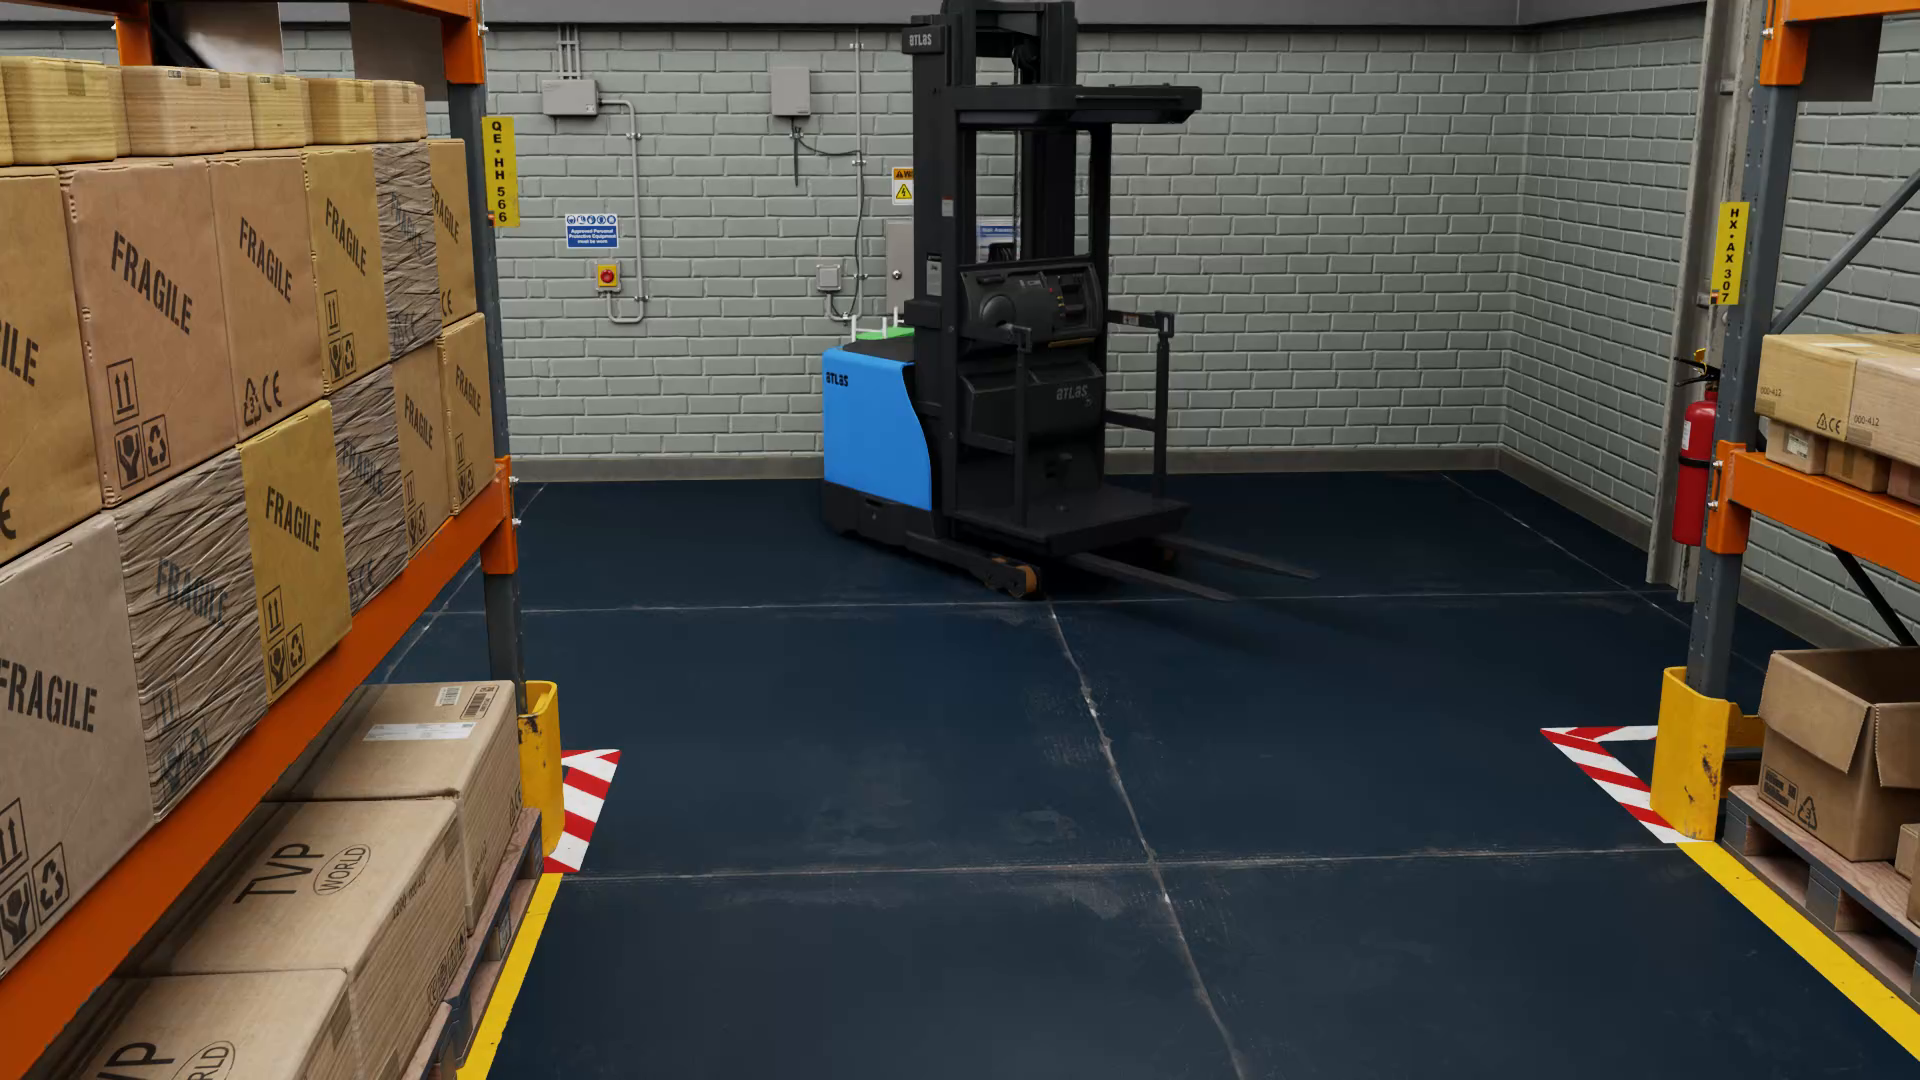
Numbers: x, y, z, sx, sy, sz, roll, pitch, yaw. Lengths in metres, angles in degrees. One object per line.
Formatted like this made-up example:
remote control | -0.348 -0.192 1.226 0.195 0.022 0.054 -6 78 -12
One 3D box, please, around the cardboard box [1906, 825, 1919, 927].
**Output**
cardboard box | 2.977 0.864 4.322 0.700 0.500 0.500 0 14 -1

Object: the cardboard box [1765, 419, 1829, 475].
cardboard box | 2.766 -0.302 5.186 0.380 0.149 0.250 -1 14 -4

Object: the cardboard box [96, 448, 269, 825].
cardboard box | -1.506 0.144 2.745 0.500 0.500 0.500 -1 14 -3

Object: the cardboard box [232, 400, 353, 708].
cardboard box | -1.538 0.016 3.243 0.500 0.500 0.500 0 14 -2

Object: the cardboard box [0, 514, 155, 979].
cardboard box | -1.482 0.268 2.264 0.500 0.500 0.500 -1 14 -3

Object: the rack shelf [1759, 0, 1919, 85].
rack shelf | 3.143 -1.117 3.271 1.077 0.370 4.000 -1 14 -3

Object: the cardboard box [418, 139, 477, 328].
cardboard box | -1.667 -0.849 4.599 0.500 0.500 0.500 0 14 -2

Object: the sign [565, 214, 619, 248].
sign | -2.359 -1.980 10.659 0.327 0.218 0.001 -1 14 -3

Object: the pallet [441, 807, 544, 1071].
pallet | -1.807 1.116 4.767 1.003 0.211 1.213 -1 14 -3

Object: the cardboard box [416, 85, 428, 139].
cardboard box | -1.712 -1.193 4.635 0.380 0.149 0.250 -1 14 -3

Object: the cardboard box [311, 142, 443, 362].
cardboard box | -1.605 -0.719 4.095 0.500 0.500 0.500 -1 14 -3

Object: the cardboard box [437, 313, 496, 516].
cardboard box | -1.640 -0.365 4.724 0.500 0.500 0.500 -1 14 -3

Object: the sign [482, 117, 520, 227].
sign | -1.392 -1.113 5.033 0.100 0.325 0.005 -1 14 -3

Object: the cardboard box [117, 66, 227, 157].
cardboard box | -1.523 -0.746 2.897 0.380 0.149 0.250 -1 14 -3

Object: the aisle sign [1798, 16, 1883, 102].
aisle sign | 2.722 -1.781 5.213 0.394 0.787 0.004 -1 14 -3

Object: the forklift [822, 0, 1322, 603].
forklift | 0.519 -1.268 8.572 1.130 2.935 3.031 -12 18 -38

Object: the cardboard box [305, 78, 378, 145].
cardboard box | -1.598 -1.004 3.900 0.380 0.149 0.250 -1 14 -2

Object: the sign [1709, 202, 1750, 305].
sign | 2.478 -0.921 5.348 0.100 0.325 0.005 -1 14 -3

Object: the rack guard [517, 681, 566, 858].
rack guard | -1.936 0.772 5.522 1.175 0.500 0.348 -1 14 -3

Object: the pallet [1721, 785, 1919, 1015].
pallet | 3.074 1.058 4.992 1.003 0.211 1.213 -1 14 -3

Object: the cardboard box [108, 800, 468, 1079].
cardboard box | -1.729 0.995 3.938 0.875 0.438 0.875 0 14 -2

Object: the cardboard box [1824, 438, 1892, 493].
cardboard box | 2.828 -0.240 4.943 0.380 0.149 0.250 -1 14 -2

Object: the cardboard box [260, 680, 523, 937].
cardboard box | -1.794 0.768 4.822 0.875 0.438 0.875 -1 14 -5

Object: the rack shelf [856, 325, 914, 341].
rack shelf | -0.421 -1.202 10.122 0.258 0.148 0.480 8 16 28

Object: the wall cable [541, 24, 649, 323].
wall cable | -2.307 -2.342 10.506 0.585 1.953 0.123 -1 14 -3

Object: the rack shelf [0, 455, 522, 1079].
rack shelf | -1.811 0.413 3.344 1.077 0.370 4.000 -1 14 -3

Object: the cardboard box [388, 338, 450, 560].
cardboard box | -1.624 -0.240 4.238 0.500 0.500 0.500 -1 14 -5

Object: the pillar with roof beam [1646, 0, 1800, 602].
pillar with roof beam | -0.545 -4.033 7.143 9.100 9.000 0.400 -1 14 -3

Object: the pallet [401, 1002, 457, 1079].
pallet | -1.734 1.418 3.590 1.003 0.211 1.213 -1 14 -3

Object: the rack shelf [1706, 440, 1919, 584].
rack shelf | 3.143 0.336 3.645 1.077 0.370 4.000 -1 14 -3

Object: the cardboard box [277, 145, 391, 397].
cardboard box | -1.578 -0.596 3.617 0.500 0.500 0.500 -1 14 -4

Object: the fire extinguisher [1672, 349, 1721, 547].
fire extinguisher | 2.549 -0.321 5.659 0.296 0.674 0.183 -1 14 -3

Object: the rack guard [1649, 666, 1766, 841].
rack guard | 3.024 0.719 5.727 1.175 0.500 0.348 -1 14 -3

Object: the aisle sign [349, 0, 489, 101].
aisle sign | -1.630 -1.714 4.952 0.394 0.787 0.004 -1 14 -3

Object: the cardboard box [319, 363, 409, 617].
cardboard box | -1.583 -0.112 3.742 0.500 0.500 0.500 0 14 -2

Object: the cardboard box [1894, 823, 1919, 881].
cardboard box | 2.950 0.927 4.782 0.380 0.149 0.250 -1 15 -6

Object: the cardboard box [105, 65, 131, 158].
cardboard box | -1.576 -0.684 2.655 0.380 0.149 0.250 -1 14 -4

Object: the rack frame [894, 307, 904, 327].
rack frame | -0.303 -0.853 10.432 0.240 1.200 0.015 8 16 28

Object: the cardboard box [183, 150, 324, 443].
cardboard box | -1.549 -0.471 3.131 0.500 0.500 0.500 -1 14 -4

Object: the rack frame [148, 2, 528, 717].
rack frame | -1.935 -0.432 5.187 1.000 3.000 0.127 -1 14 -3

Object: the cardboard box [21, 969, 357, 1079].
cardboard box | -1.675 1.219 3.066 0.875 0.438 0.875 -1 14 -5

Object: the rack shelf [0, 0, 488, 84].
rack shelf | -1.811 -1.039 2.970 1.077 0.370 4.000 -1 14 -3

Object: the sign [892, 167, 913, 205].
sign | -0.270 -2.281 10.715 0.339 0.242 0.001 -1 14 -3

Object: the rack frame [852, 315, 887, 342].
rack frame | -0.539 -0.746 10.018 0.240 1.200 0.015 8 16 28

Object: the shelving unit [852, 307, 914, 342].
shelving unit | -0.421 -0.799 10.225 0.258 1.200 0.503 8 16 28

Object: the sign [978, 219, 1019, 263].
sign | 0.279 -1.844 10.863 0.329 0.494 0.001 -1 14 -3

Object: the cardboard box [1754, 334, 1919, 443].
cardboard box | 2.779 -0.464 5.016 0.500 0.250 0.500 -1 14 -3

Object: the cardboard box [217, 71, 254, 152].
cardboard box | -1.581 -0.811 3.150 0.380 0.149 0.250 0 14 -2

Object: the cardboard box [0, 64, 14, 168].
cardboard box | -1.491 -0.556 2.159 0.380 0.149 0.250 -1 14 -4

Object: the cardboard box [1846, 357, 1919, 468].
cardboard box | 2.810 -0.339 4.528 0.500 0.250 0.500 -1 14 -3

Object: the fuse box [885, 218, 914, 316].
fuse box | -0.202 -1.207 10.782 0.539 1.711 0.414 -1 14 -3

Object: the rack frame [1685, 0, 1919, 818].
rack frame | 3.019 -0.510 5.489 1.000 3.000 0.127 -1 14 -3

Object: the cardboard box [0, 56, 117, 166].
cardboard box | -1.479 -0.623 2.417 0.380 0.149 0.250 -1 14 -5

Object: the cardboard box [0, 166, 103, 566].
cardboard box | -1.500 -0.218 2.147 0.500 0.500 0.500 -1 14 -4

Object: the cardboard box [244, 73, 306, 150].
cardboard box | -1.579 -0.877 3.404 0.380 0.149 0.250 -1 14 -2

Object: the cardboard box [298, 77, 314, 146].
cardboard box | -1.653 -0.938 3.643 0.380 0.149 0.250 -1 14 -4

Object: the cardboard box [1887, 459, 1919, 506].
cardboard box | 2.879 -0.175 4.691 0.380 0.149 0.250 -1 14 -4

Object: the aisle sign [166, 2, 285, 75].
aisle sign | -2.228 -1.705 4.916 0.394 0.787 0.004 -1 14 -3

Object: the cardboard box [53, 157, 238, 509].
cardboard box | -1.520 -0.346 2.643 0.500 0.500 0.500 -1 14 -2

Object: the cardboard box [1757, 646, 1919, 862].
cardboard box | 2.963 0.649 5.151 0.797 0.503 0.637 -1 15 -6
